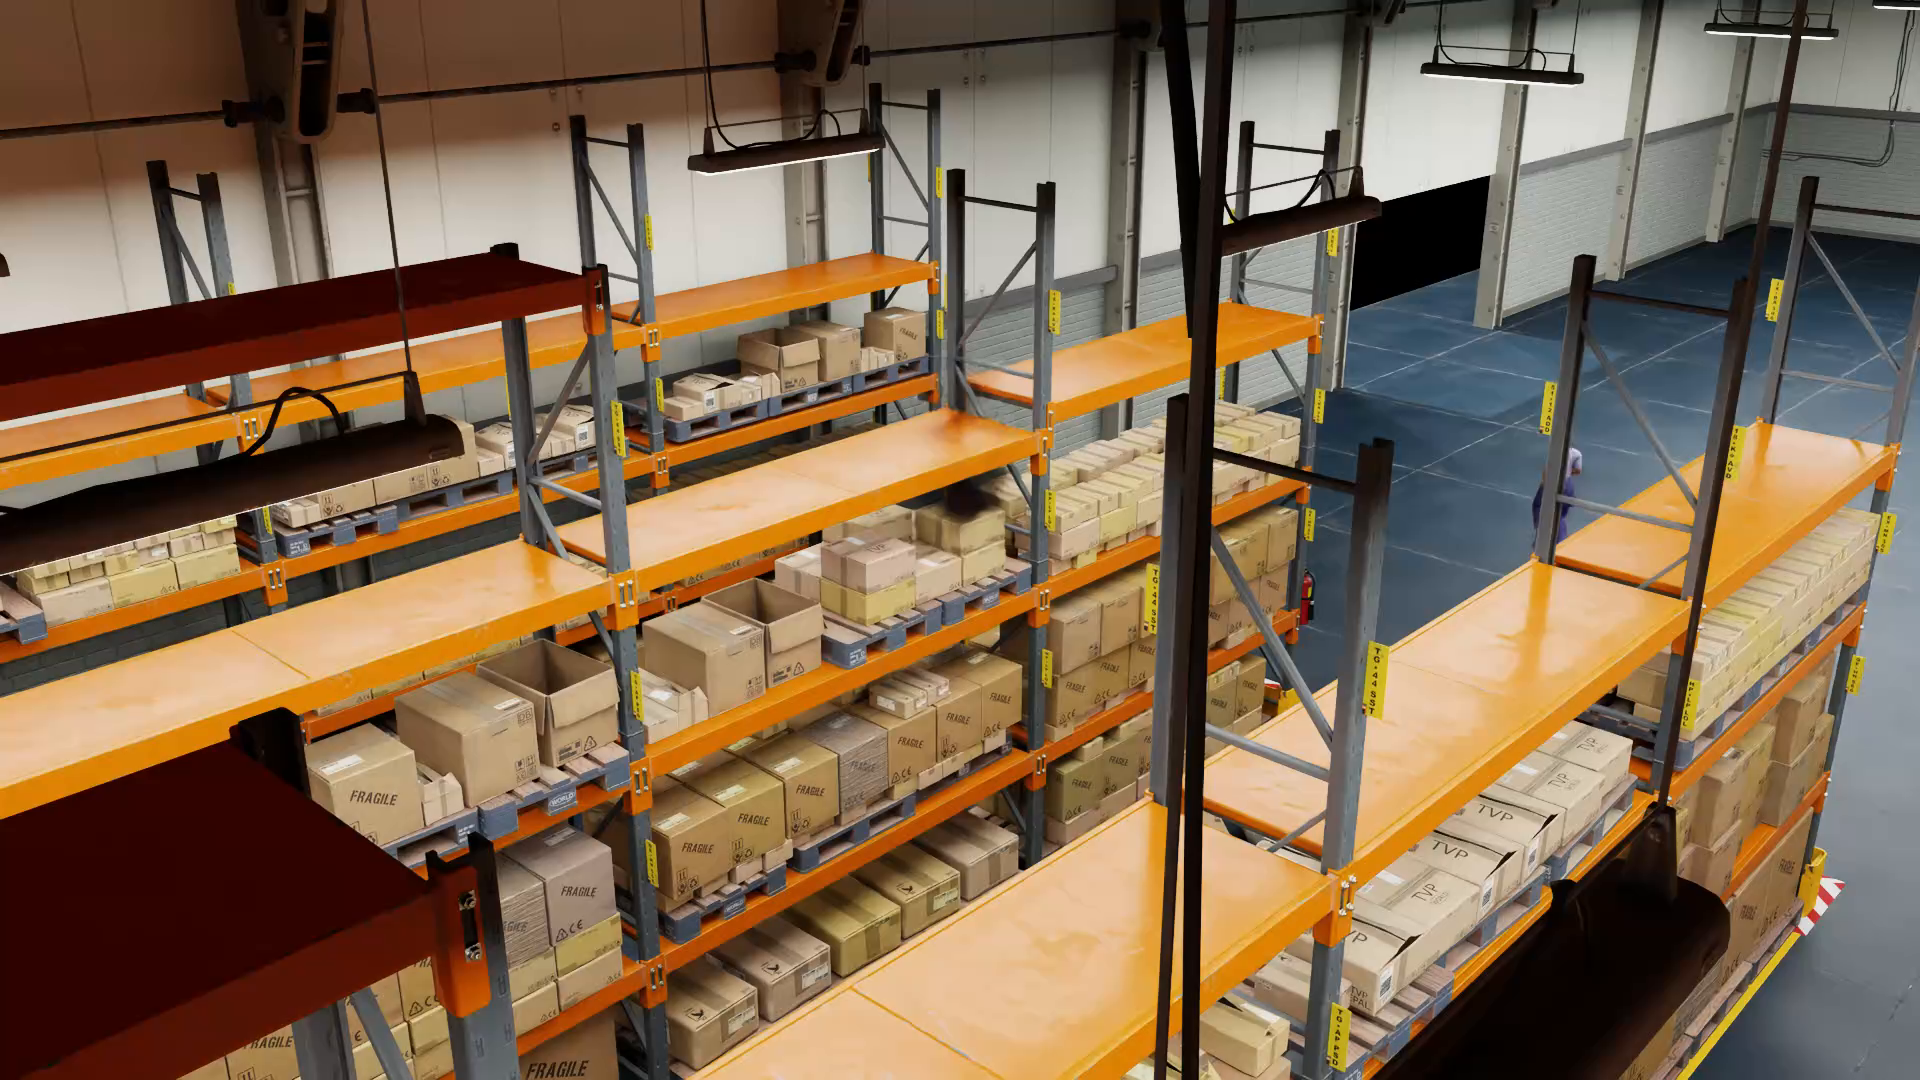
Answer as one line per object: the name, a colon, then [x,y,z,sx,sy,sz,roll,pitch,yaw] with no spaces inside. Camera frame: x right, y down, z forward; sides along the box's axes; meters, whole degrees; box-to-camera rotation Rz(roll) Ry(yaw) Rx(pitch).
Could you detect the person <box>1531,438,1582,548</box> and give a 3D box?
person: [7.660,-0.612,21.373,0.581,1.693,0.720,0,21,-1]
